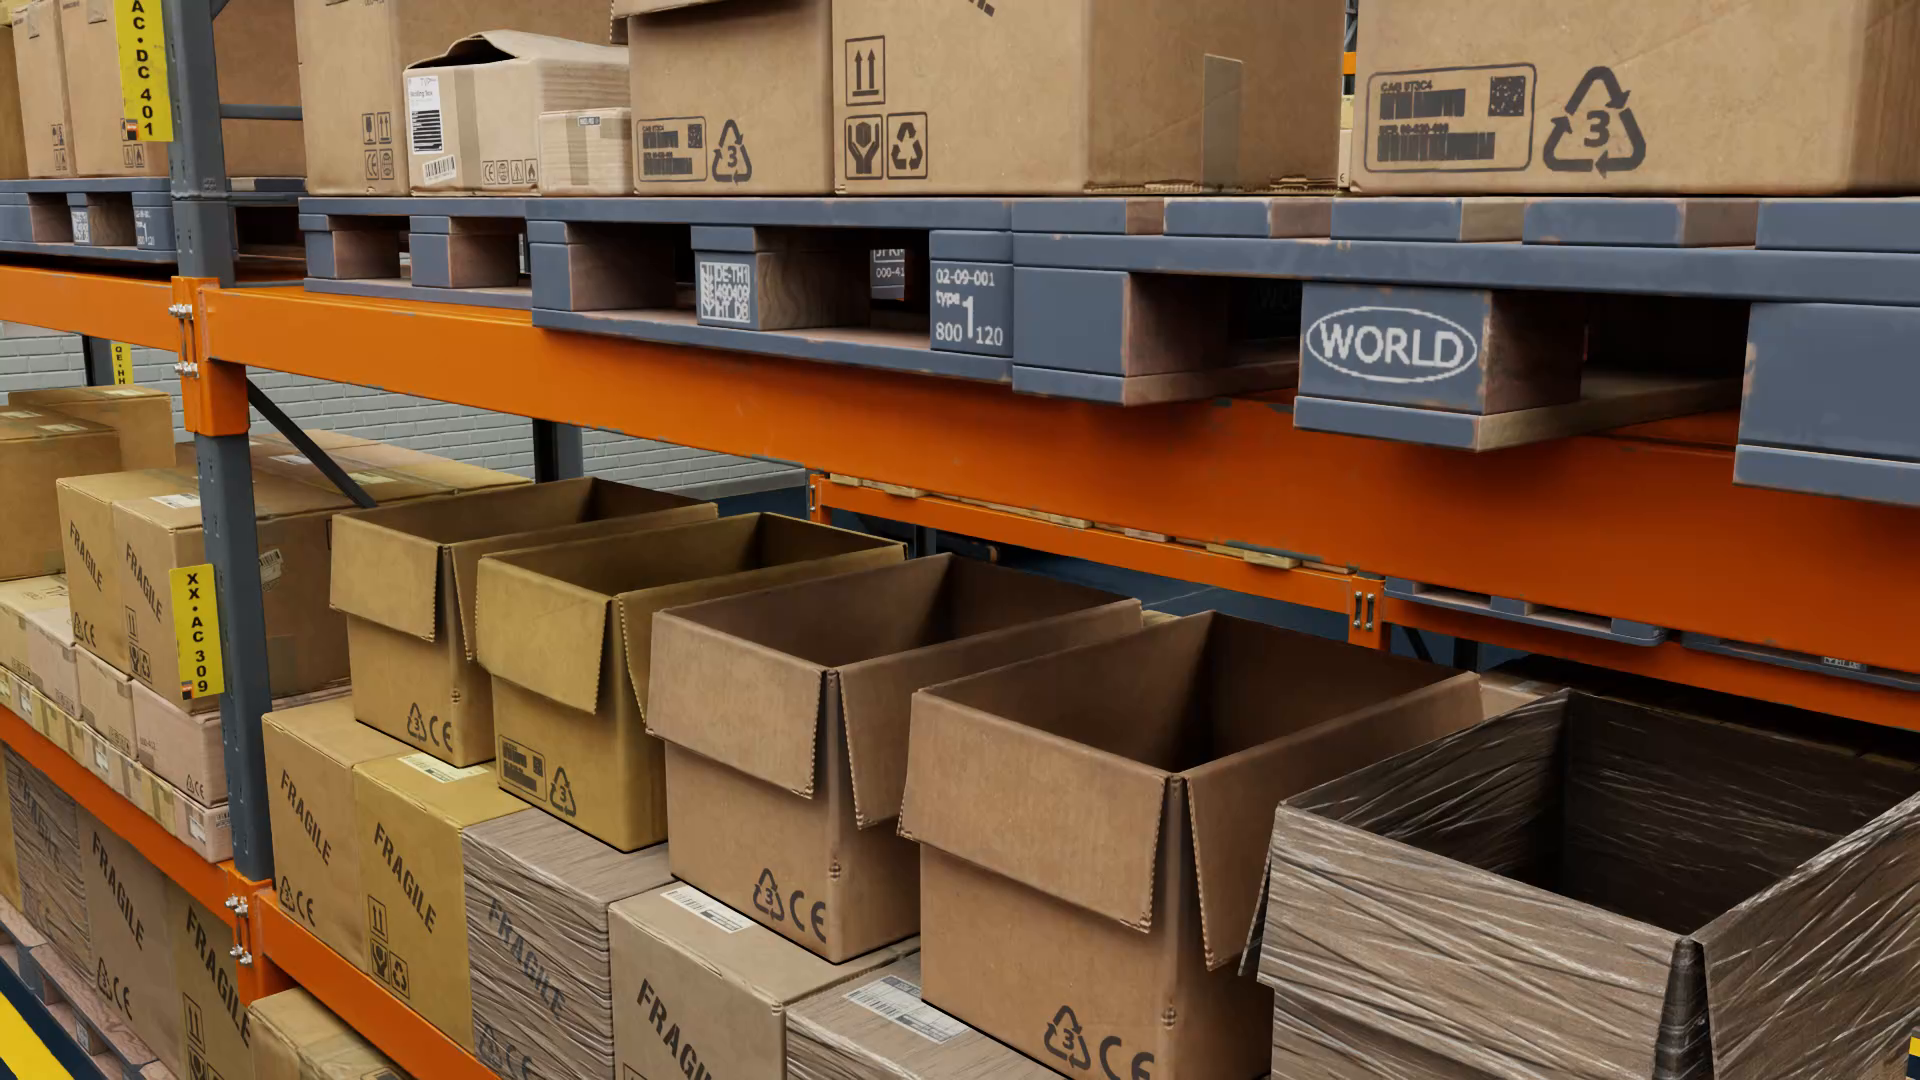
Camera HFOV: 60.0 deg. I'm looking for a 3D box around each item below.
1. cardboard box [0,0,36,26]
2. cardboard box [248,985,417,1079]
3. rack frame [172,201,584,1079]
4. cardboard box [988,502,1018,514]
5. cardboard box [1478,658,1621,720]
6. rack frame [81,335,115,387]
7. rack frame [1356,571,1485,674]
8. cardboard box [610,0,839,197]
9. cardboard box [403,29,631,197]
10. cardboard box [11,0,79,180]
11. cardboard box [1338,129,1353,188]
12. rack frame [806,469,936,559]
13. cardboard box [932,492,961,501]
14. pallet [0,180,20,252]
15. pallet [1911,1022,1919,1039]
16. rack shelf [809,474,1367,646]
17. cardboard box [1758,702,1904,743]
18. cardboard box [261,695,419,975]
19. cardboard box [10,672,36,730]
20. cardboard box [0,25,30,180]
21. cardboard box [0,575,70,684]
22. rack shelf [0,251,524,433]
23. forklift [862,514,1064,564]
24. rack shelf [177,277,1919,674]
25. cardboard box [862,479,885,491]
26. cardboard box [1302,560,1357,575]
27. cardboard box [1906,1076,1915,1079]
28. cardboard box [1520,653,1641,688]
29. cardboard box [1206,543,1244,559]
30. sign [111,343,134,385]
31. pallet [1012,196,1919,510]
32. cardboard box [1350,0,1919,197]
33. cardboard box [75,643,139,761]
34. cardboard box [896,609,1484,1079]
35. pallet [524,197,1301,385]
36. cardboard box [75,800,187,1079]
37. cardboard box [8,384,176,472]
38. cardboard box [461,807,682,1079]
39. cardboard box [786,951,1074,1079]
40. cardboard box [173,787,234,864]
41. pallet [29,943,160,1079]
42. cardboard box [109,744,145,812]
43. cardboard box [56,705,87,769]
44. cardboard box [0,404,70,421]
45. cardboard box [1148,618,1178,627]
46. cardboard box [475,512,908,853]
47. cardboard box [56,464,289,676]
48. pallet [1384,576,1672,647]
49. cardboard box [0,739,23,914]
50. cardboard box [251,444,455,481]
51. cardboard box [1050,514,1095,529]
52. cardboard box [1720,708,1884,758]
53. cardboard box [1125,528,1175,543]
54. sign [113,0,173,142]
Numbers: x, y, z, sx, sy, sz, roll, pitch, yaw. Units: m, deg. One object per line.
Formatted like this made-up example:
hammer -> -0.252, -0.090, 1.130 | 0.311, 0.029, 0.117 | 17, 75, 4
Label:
cardboard box -> -2.832, -1.819, 5.477 | 0.500, 0.250, 0.500 | 11, 16, 43
cardboard box -> -1.001, 1.535, 4.254 | 1.225, 0.875, 0.875 | -11, 16, -42
rack frame -> -1.457, 0.609, 4.522 | 1.000, 3.000, 0.127 | -11, 16, -43
cardboard box -> 0.375, -0.255, 9.340 | 0.380, 0.149, 0.250 | -11, 16, -44
cardboard box -> 2.519, 0.729, 7.237 | 0.500, 0.250, 0.500 | 11, 16, 43
rack frame -> -4.220, 0.025, 7.356 | 1.000, 3.000, 0.127 | -11, 16, -43
rack frame -> 2.200, -0.067, 7.805 | 1.000, 3.000, 0.127 | -11, 16, -43
cardboard box -> -0.121, -0.828, 2.766 | 0.797, 0.503, 0.637 | -11, 16, -43
cardboard box -> -0.765, -0.850, 3.348 | 0.500, 0.311, 0.500 | 11, 16, 43
cardboard box -> -2.409, -1.349, 5.055 | 0.700, 0.500, 0.500 | -10, 15, -40
cardboard box -> 1.697, -1.740, 7.622 | 0.500, 0.250, 0.500 | 11, 16, 42
rack frame -> -0.562, -0.651, 10.639 | 1.000, 3.000, 0.127 | -11, 16, -43
cardboard box -> 0.055, -0.338, 9.743 | 0.380, 0.149, 0.250 | -10, 15, -40
pallet -> -2.853, -1.116, 5.679 | 1.003, 0.211, 1.213 | -11, 16, -43
pallet -> 3.585, 1.590, 6.672 | 1.003, 0.211, 1.213 | -11, 16, -43
rack shelf -> 0.819, -0.007, 9.295 | 1.077, 0.370, 4.000 | -11, 16, -43
cardboard box -> 3.618, 0.809, 6.845 | 0.500, 0.250, 0.500 | 11, 16, 43
cardboard box -> -1.320, 0.662, 4.017 | 0.500, 0.500, 0.500 | -11, 16, -42
cardboard box -> -2.967, 0.508, 5.633 | 0.380, 0.149, 0.250 | -11, 16, -42
cardboard box -> -3.128, -1.512, 5.845 | 0.500, 0.500, 0.700 | 10, 16, 41
cardboard box -> -3.011, 0.285, 5.730 | 0.500, 0.250, 0.500 | -11, 16, -44
rack shelf -> -2.838, -0.800, 5.709 | 1.077, 0.370, 4.000 | -11, 16, -43
forklift -> 0.435, -1.339, 14.146 | 1.130, 2.935, 3.031 | -10, 15, -39
rack shelf -> -0.076, -0.216, 2.875 | 1.077, 0.370, 4.000 | -11, 16, -43
cardboard box -> -0.370, -0.404, 10.061 | 0.380, 0.149, 0.250 | -10, 15, -41
cardboard box -> 1.833, 0.047, 7.875 | 0.380, 0.149, 0.250 | -11, 16, -43
cardboard box -> 1.166, 1.035, 2.207 | 0.500, 0.500, 0.500 | -10, 15, -41
cardboard box -> 2.897, 0.657, 7.583 | 0.500, 0.250, 0.500 | 11, 16, 44
cardboard box -> 1.435, -0.023, 8.213 | 0.380, 0.149, 0.250 | -10, 15, -40
sign -> -3.817, -0.731, 7.572 | 0.100, 0.325, 0.005 | -11, 16, -43
pallet -> 0.822, -0.270, 1.825 | 1.213, 0.211, 1.003 | -10, 15, -40
cardboard box -> 0.832, -0.612, 1.716 | 0.797, 0.503, 0.637 | -10, 15, -39
cardboard box -> -2.311, 0.434, 5.007 | 0.500, 0.250, 0.500 | -10, 15, -41
cardboard box -> 0.364, 0.448, 2.570 | 0.797, 0.503, 0.637 | -10, 16, -41
pallet -> 0.048, -0.433, 2.615 | 1.003, 0.211, 1.213 | -10, 15, -40
cardboard box -> -2.477, 1.205, 5.853 | 0.875, 0.875, 0.875 | -11, 16, -43
cardboard box -> -3.693, -0.380, 7.098 | 0.500, 0.500, 0.500 | -11, 16, -42
cardboard box -> -0.627, 0.808, 3.307 | 0.500, 0.500, 0.500 | 11, 16, 44
cardboard box -> 0.084, 0.957, 2.583 | 0.500, 0.500, 0.500 | 11, 16, 43
cardboard box -> -1.905, 0.733, 4.542 | 0.380, 0.149, 0.250 | -11, 16, -42
pallet -> -2.772, 1.675, 6.259 | 1.003, 0.211, 1.213 | -11, 16, -43
cardboard box -> -2.260, 0.658, 4.906 | 0.380, 0.149, 0.250 | -11, 16, -44
cardboard box -> -2.616, 0.583, 5.271 | 0.380, 0.149, 0.250 | -11, 16, -42
cardboard box -> -3.738, -0.234, 6.388 | 0.500, 0.500, 0.500 | 11, 16, 44
cardboard box -> 1.193, 0.562, 9.298 | 0.250, 0.149, 0.380 | 11, 16, 43
cardboard box -> -0.545, 0.263, 3.470 | 0.797, 0.503, 0.637 | -11, 16, -42
cardboard box -> -2.311, 0.066, 4.934 | 0.500, 0.500, 0.500 | -11, 16, -42
pallet -> 2.622, 0.158, 7.185 | 1.003, 0.211, 1.213 | -11, 16, -43
cardboard box -> -3.720, 0.942, 7.128 | 0.875, 0.875, 0.875 | -11, 16, -43
cardboard box -> -1.938, -0.009, 5.298 | 0.500, 0.500, 0.500 | -11, 16, -43
cardboard box -> 0.702, -0.172, 8.933 | 0.380, 0.149, 0.250 | -10, 16, -41
cardboard box -> 3.238, 0.881, 6.497 | 0.500, 0.250, 0.500 | -10, 15, -40
cardboard box -> 1.066, -0.100, 8.585 | 0.250, 0.149, 0.380 | 11, 16, 43
sign -> -1.858, -1.075, 3.783 | 0.100, 0.325, 0.005 | -11, 16, -43
